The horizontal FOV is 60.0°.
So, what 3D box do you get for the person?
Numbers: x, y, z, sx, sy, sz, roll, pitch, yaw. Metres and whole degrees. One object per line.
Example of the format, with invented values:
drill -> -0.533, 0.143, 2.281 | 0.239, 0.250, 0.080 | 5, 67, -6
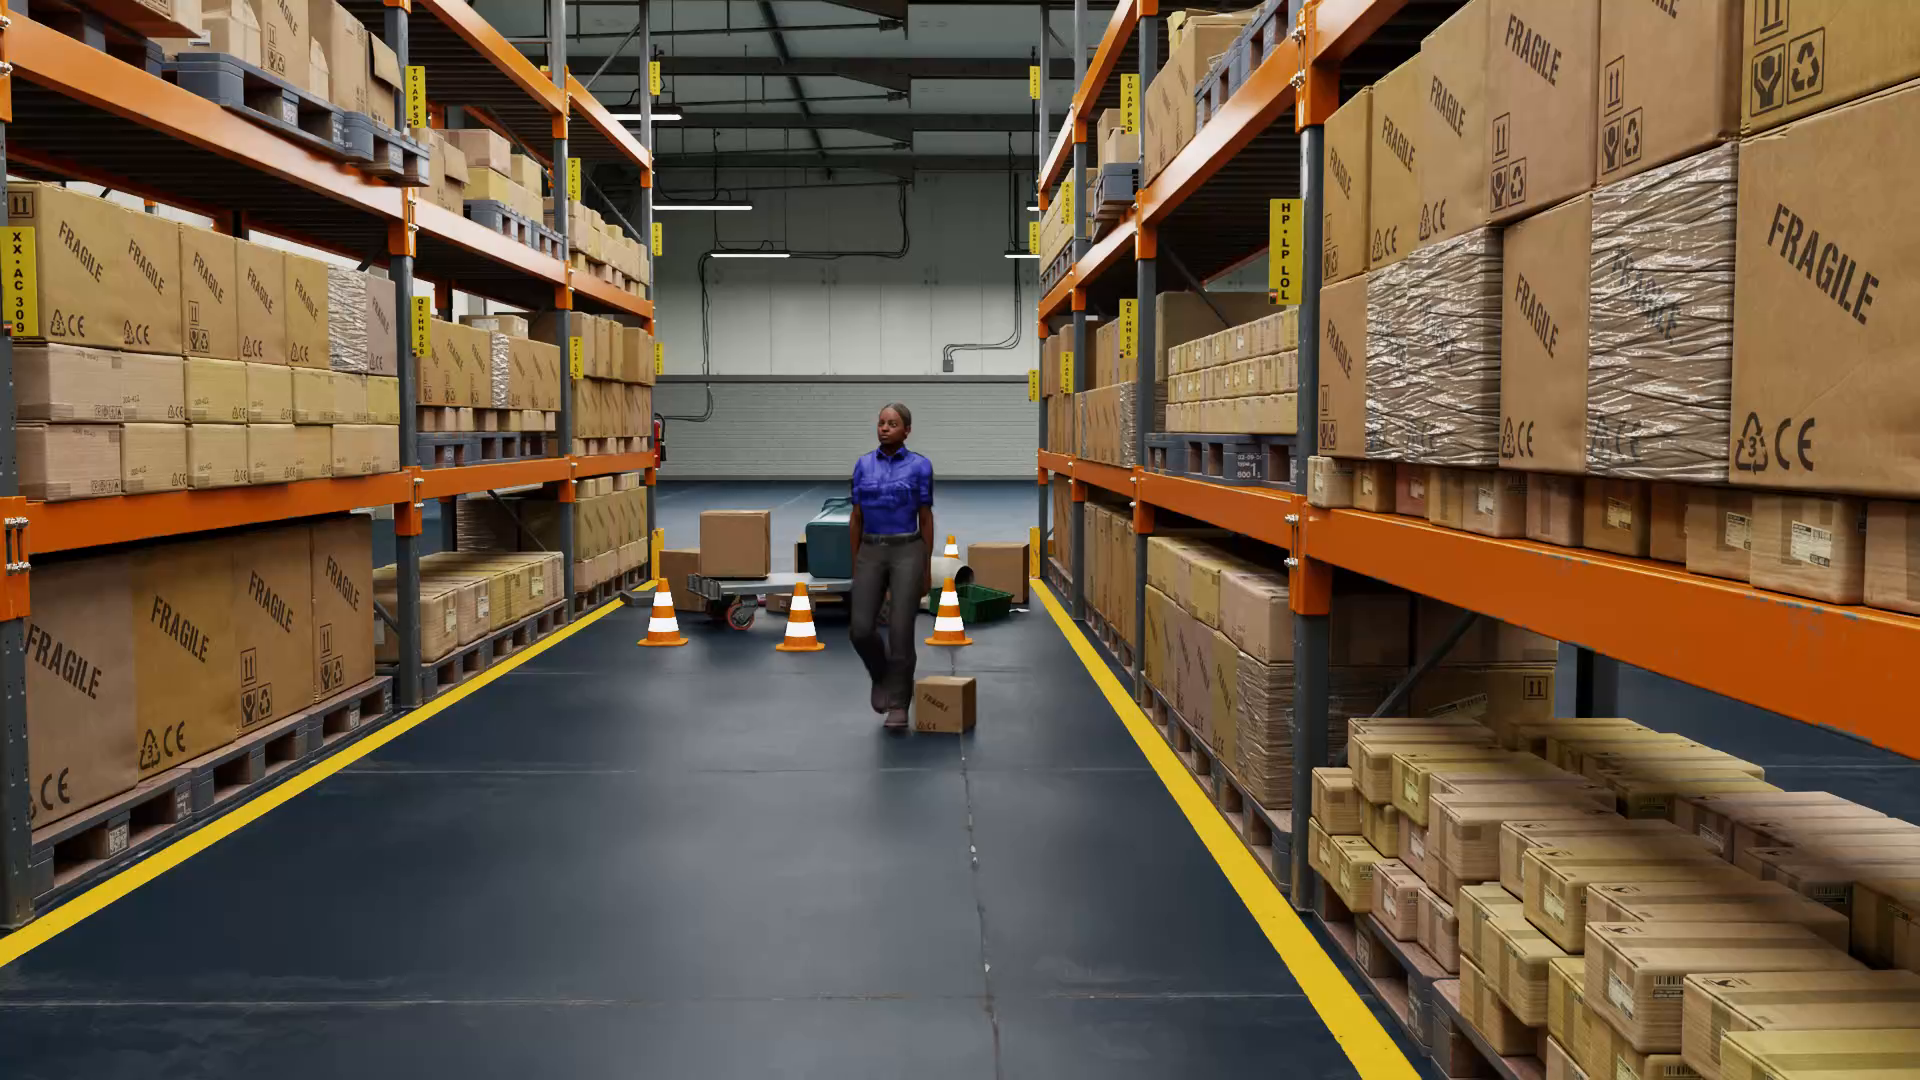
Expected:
person -> -0.349, 0.115, 8.543 | 0.444, 1.642, 0.536 | 1, 4, 10
